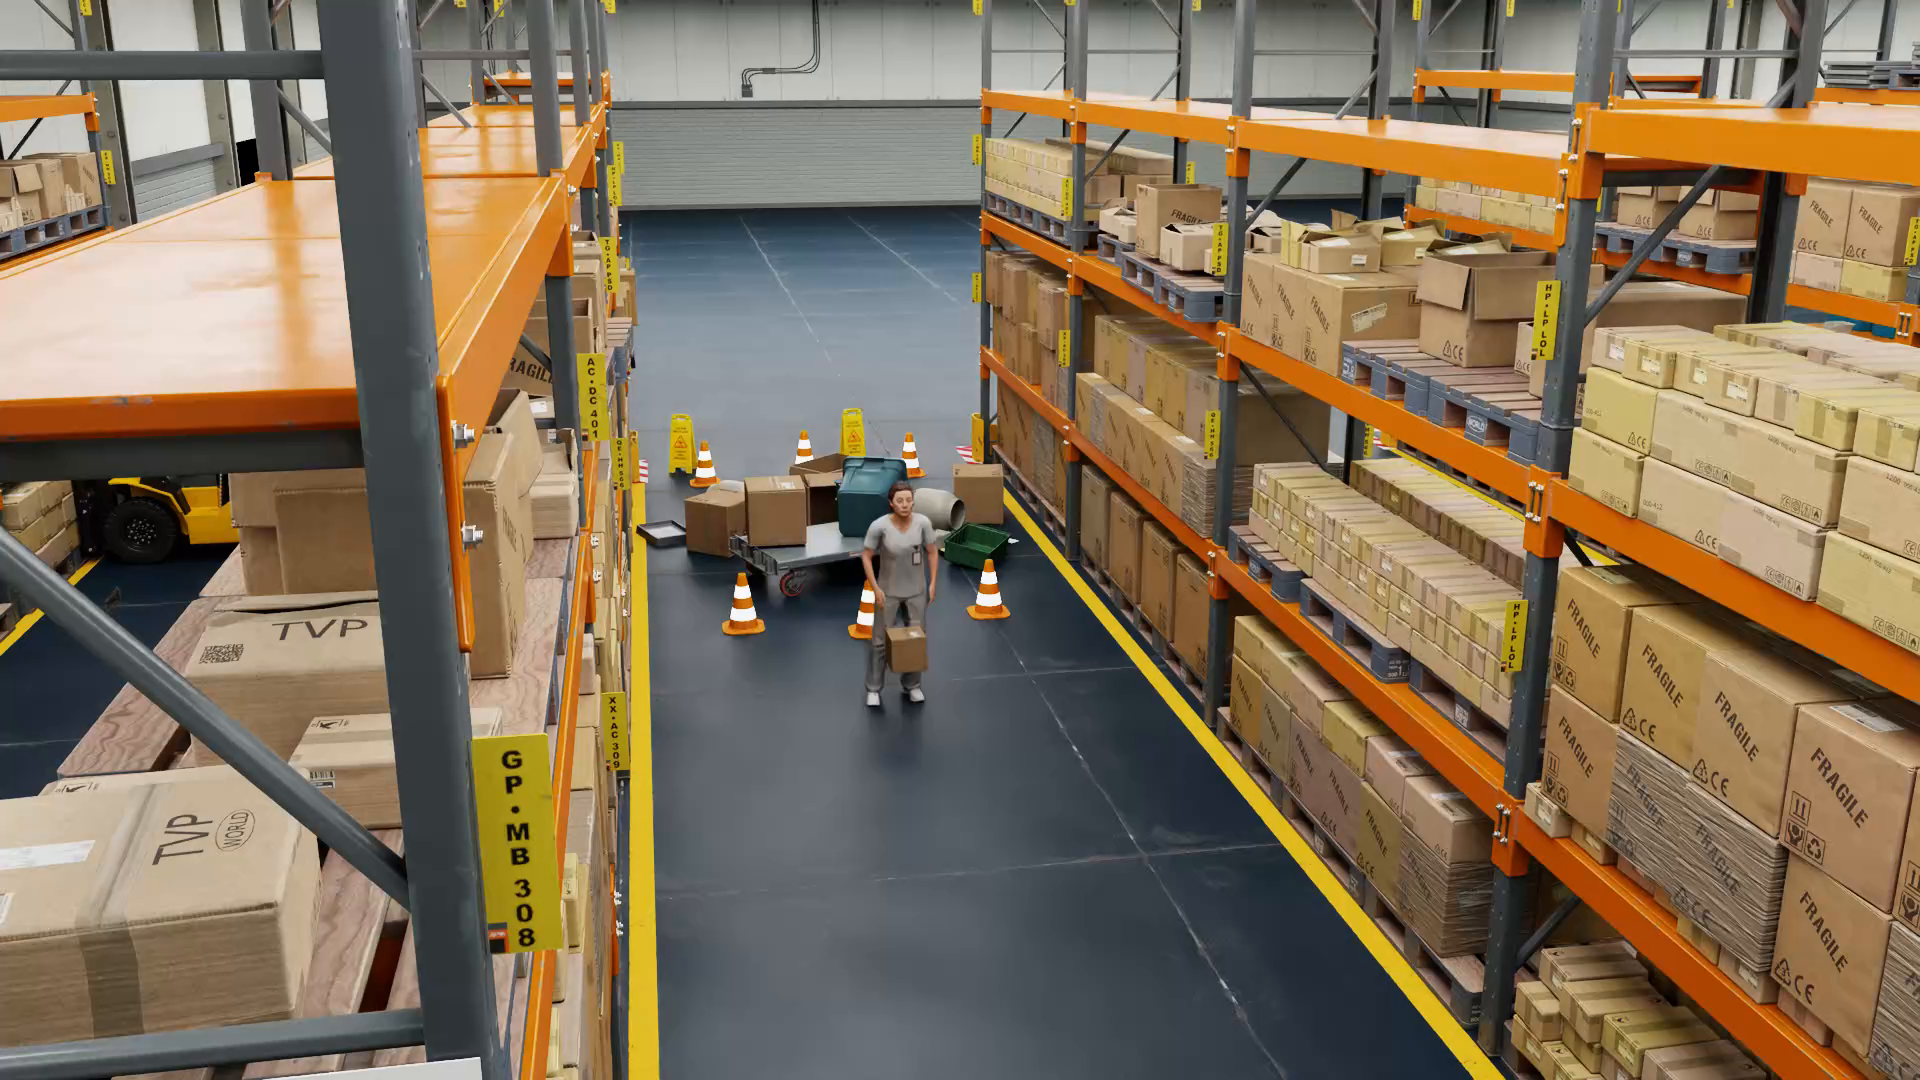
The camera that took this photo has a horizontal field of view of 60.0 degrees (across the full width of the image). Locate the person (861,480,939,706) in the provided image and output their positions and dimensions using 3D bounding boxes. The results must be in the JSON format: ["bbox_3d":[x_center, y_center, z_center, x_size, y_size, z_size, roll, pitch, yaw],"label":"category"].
[{"bbox_3d":[-0.424,0.368,11.814,0.557,1.655,0.400,-3,17,-11],"label":"person"}]
